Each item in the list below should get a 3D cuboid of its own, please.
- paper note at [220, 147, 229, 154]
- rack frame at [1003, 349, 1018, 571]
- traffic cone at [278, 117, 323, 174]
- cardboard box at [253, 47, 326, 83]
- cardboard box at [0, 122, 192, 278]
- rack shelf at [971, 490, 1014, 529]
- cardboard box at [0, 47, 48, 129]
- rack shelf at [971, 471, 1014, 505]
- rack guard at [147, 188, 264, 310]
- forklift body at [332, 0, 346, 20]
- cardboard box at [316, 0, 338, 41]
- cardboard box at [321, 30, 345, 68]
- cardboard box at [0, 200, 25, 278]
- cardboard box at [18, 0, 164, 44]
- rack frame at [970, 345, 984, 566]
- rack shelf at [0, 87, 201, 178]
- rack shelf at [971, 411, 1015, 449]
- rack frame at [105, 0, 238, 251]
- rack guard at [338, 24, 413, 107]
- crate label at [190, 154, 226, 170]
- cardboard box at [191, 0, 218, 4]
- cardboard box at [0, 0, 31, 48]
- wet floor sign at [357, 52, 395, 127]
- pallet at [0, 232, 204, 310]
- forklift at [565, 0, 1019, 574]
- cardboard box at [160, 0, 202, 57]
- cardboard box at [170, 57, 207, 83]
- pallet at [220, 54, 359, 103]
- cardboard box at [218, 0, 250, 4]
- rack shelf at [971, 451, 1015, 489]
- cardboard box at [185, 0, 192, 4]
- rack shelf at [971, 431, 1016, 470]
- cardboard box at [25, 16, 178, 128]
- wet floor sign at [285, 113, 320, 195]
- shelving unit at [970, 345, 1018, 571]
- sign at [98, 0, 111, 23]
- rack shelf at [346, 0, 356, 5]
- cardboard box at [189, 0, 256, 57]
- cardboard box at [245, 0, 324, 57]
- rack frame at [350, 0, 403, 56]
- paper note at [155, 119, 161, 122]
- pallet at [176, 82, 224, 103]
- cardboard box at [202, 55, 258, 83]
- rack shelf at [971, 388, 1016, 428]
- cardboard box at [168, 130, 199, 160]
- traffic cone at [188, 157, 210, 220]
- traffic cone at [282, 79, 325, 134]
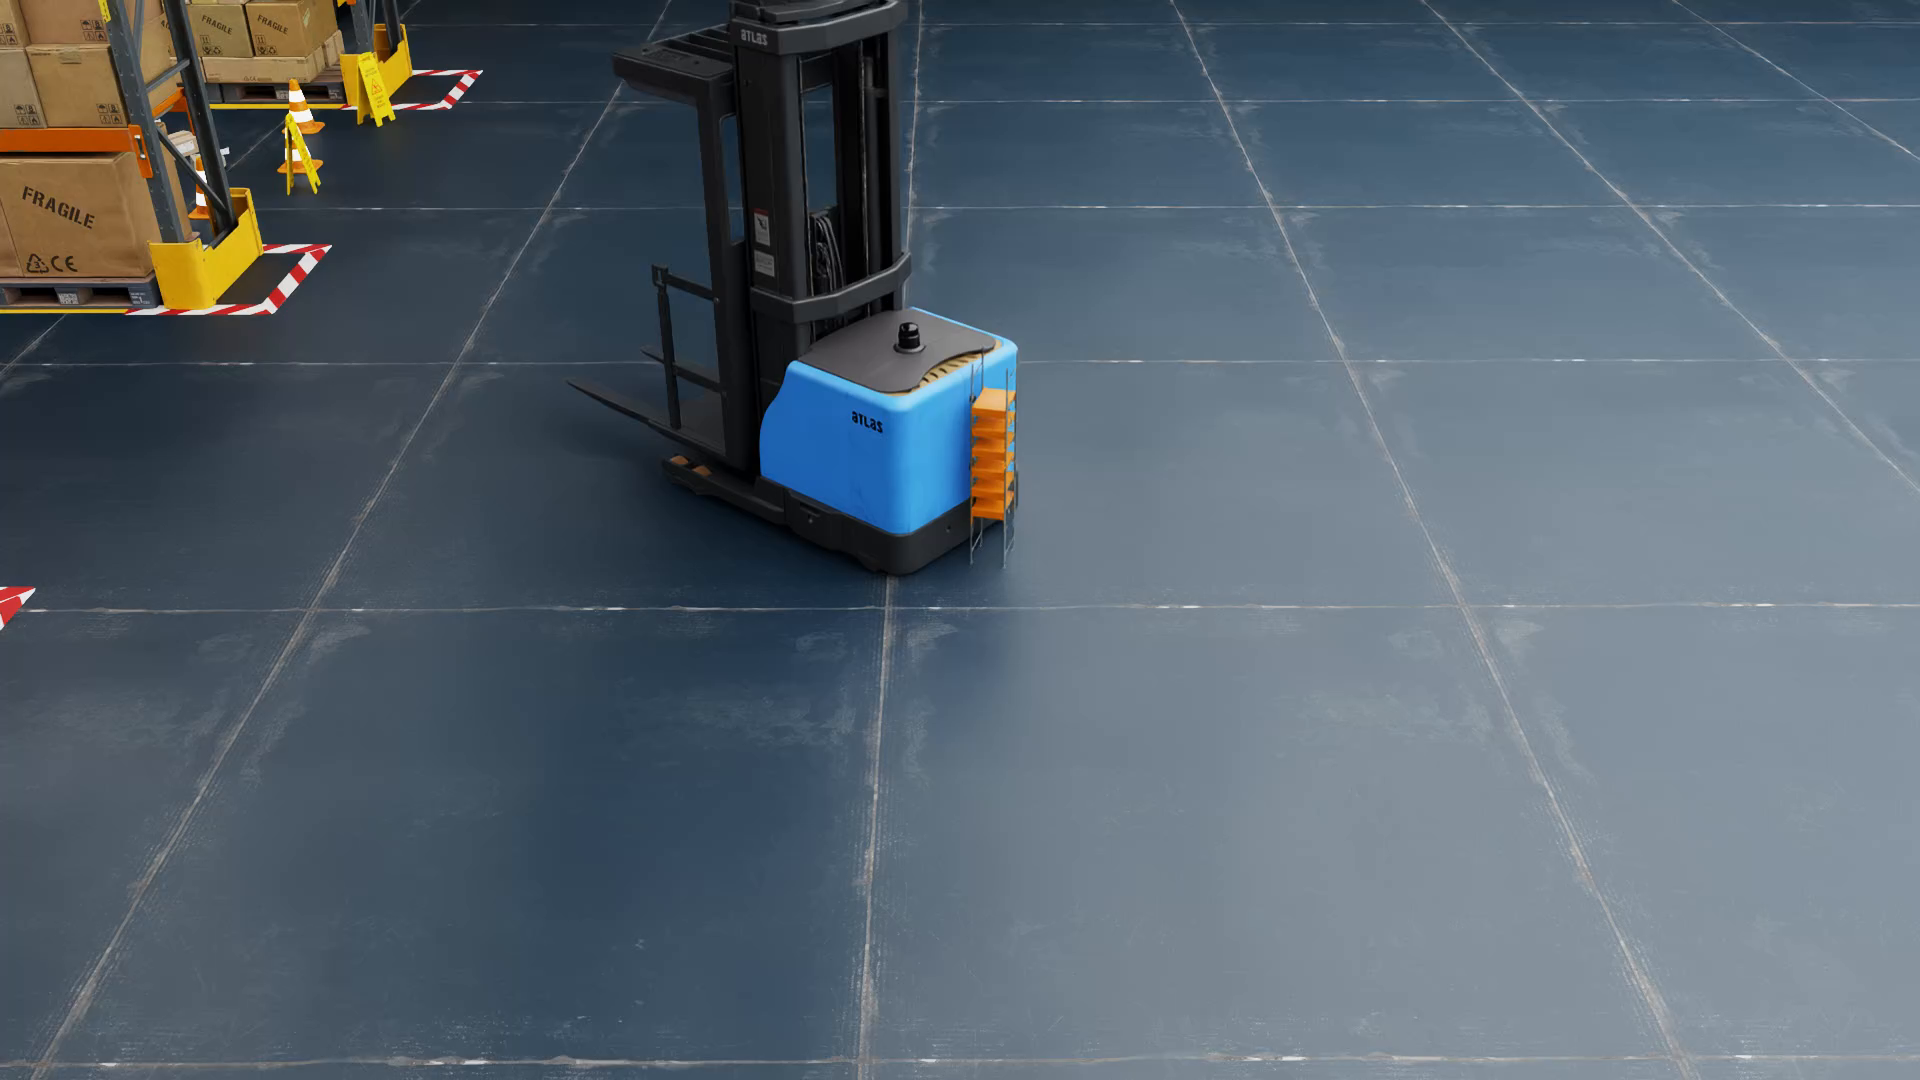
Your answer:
[{"bbox_3d":[-6.673,-3.508,15.002,0.142,0.019,0.148,-11,33,-17],"label":"paper note"},{"bbox_3d":[0.266,-0.407,8.764,0.006,1.200,0.240,8,32,13],"label":"rack frame"},{"bbox_3d":[-5.816,-3.483,14.544,0.334,0.463,0.336,0,31,0],"label":"traffic cone"},{"bbox_3d":[-6.571,-4.674,16.309,0.500,0.250,0.500,0,31,-1],"label":"cardboard box"},{"bbox_3d":[-6.287,-2.480,12.089,0.875,0.875,0.875,0,31,0],"label":"cardboard box"},{"bbox_3d":[0.178,-0.177,8.932,0.180,0.103,0.258,8,32,13],"label":"rack shelf"},{"bbox_3d":[-6.530,-3.272,11.606,0.550,0.550,0.875,0,31,0],"label":"cardboard box"},{"bbox_3d":[0.178,-0.279,8.870,0.180,0.103,0.258,8,32,13],"label":"rack shelf"},{"bbox_3d":[-5.585,-2.177,12.356,0.348,0.500,1.175,0,31,0],"label":"rack guard"},{"bbox_3d":[-7.659,-7.072,18.833,1.214,2.155,2.313,0,31,0],"label":"forklift body"},{"bbox_3d":[-6.572,-5.278,16.580,0.500,0.500,0.500,-1,31,-2],"label":"cardboard box"},{"bbox_3d":[-6.548,-4.958,16.775,0.500,0.250,0.500,0,31,-1],"label":"cardboard box"},{"bbox_3d":[-7.167,-2.476,12.083,0.875,0.875,0.875,-1,31,-1],"label":"cardboard box"},{"bbox_3d":[-5.980,-3.790,11.419,0.550,0.550,0.875,0,31,0],"label":"cardboard box"},{"bbox_3d":[0.090,-0.432,8.805,0.006,1.200,0.240,8,32,13],"label":"rack frame"},{"bbox_3d":[-7.609,-2.932,11.883,4.000,0.370,1.077,0,31,0],"label":"rack shelf"},{"bbox_3d":[0.178,-0.587,8.683,0.180,0.103,0.258,8,32,13],"label":"rack shelf"},{"bbox_3d":[-5.609,-3.245,11.707,0.127,3.000,1.000,0,31,0],"label":"rack frame"},{"bbox_3d":[-5.816,-4.744,16.587,0.348,0.500,1.175,0,31,0],"label":"rack guard"},{"bbox_3d":[-6.601,-3.309,14.572,0.298,0.136,0.250,-17,35,-26],"label":"crate label"},{"bbox_3d":[-7.158,-5.242,15.895,0.250,0.149,0.380,0,31,1],"label":"cardboard box"},{"bbox_3d":[-6.530,-3.740,11.338,0.550,0.550,0.875,0,31,0],"label":"cardboard box"},{"bbox_3d":[-5.544,-4.252,15.635,0.232,0.644,0.267,10,33,17],"label":"wet floor sign"},{"bbox_3d":[-6.408,-2.010,12.360,1.213,0.211,1.003,0,31,0],"label":"pallet"},{"bbox_3d":[-1.121,-1.701,9.227,3.031,2.935,1.130,24,38,33],"label":"forklift"},{"bbox_3d":[-7.566,-4.998,16.119,0.500,0.500,0.500,-1,31,-1],"label":"cardboard box"},{"bbox_3d":[-7.588,-4.673,16.305,0.500,0.250,0.500,-1,31,-2],"label":"cardboard box"},{"bbox_3d":[-6.629,-4.636,16.688,1.213,0.211,1.003,0,31,0],"label":"pallet"},{"bbox_3d":[-6.906,-5.241,15.894,0.250,0.149,0.380,1,31,1],"label":"cardboard box"},{"bbox_3d":[0.178,-0.382,8.808,0.180,0.103,0.258,8,32,13],"label":"rack shelf"},{"bbox_3d":[-7.421,-5.242,15.895,0.250,0.149,0.380,1,31,2],"label":"cardboard box"},{"bbox_3d":[0.178,-0.484,8.746,0.180,0.103,0.258,8,32,13],"label":"rack shelf"},{"bbox_3d":[-5.980,-3.285,11.628,0.550,0.550,0.875,0,31,0],"label":"cardboard box"},{"bbox_3d":[-5.592,-3.266,14.011,0.232,0.644,0.267,-5,32,-9],"label":"wet floor sign"},{"bbox_3d":[0.178,-0.420,8.785,0.189,1.200,0.258,8,32,13],"label":"shelving unit"},{"bbox_3d":[-5.620,-3.560,10.881,0.005,0.325,0.100,0,31,0],"label":"sign"},{"bbox_3d":[-7.740,-5.499,16.115,4.000,0.370,1.077,0,31,0],"label":"rack shelf"},{"bbox_3d":[-7.061,-4.996,16.116,0.500,0.500,0.500,1,31,2],"label":"cardboard box"},{"bbox_3d":[-6.540,-4.999,16.121,0.500,0.500,0.500,0,31,0],"label":"cardboard box"},{"bbox_3d":[-5.740,-5.813,15.939,0.127,3.000,1.000,0,31,0],"label":"rack frame"},{"bbox_3d":[-7.644,-3.949,15.729,0.148,0.019,0.142,-11,33,-17],"label":"paper note"},{"bbox_3d":[-7.846,-4.634,16.684,1.213,0.211,1.003,0,31,0],"label":"pallet"},{"bbox_3d":[-7.065,-4.677,16.313,0.500,0.250,0.500,0,31,0],"label":"cardboard box"},{"bbox_3d":[0.178,-0.689,8.621,0.180,0.103,0.258,8,32,13],"label":"rack shelf"},{"bbox_3d":[-7.038,-3.542,14.944,0.250,0.149,0.380,16,35,25],"label":"cardboard box"},{"bbox_3d":[-6.149,-2.896,13.576,0.334,0.463,0.336,0,31,0],"label":"traffic cone"},{"bbox_3d":[-6.162,-4.058,15.492,0.334,0.463,0.336,0,31,0],"label":"traffic cone"}]
